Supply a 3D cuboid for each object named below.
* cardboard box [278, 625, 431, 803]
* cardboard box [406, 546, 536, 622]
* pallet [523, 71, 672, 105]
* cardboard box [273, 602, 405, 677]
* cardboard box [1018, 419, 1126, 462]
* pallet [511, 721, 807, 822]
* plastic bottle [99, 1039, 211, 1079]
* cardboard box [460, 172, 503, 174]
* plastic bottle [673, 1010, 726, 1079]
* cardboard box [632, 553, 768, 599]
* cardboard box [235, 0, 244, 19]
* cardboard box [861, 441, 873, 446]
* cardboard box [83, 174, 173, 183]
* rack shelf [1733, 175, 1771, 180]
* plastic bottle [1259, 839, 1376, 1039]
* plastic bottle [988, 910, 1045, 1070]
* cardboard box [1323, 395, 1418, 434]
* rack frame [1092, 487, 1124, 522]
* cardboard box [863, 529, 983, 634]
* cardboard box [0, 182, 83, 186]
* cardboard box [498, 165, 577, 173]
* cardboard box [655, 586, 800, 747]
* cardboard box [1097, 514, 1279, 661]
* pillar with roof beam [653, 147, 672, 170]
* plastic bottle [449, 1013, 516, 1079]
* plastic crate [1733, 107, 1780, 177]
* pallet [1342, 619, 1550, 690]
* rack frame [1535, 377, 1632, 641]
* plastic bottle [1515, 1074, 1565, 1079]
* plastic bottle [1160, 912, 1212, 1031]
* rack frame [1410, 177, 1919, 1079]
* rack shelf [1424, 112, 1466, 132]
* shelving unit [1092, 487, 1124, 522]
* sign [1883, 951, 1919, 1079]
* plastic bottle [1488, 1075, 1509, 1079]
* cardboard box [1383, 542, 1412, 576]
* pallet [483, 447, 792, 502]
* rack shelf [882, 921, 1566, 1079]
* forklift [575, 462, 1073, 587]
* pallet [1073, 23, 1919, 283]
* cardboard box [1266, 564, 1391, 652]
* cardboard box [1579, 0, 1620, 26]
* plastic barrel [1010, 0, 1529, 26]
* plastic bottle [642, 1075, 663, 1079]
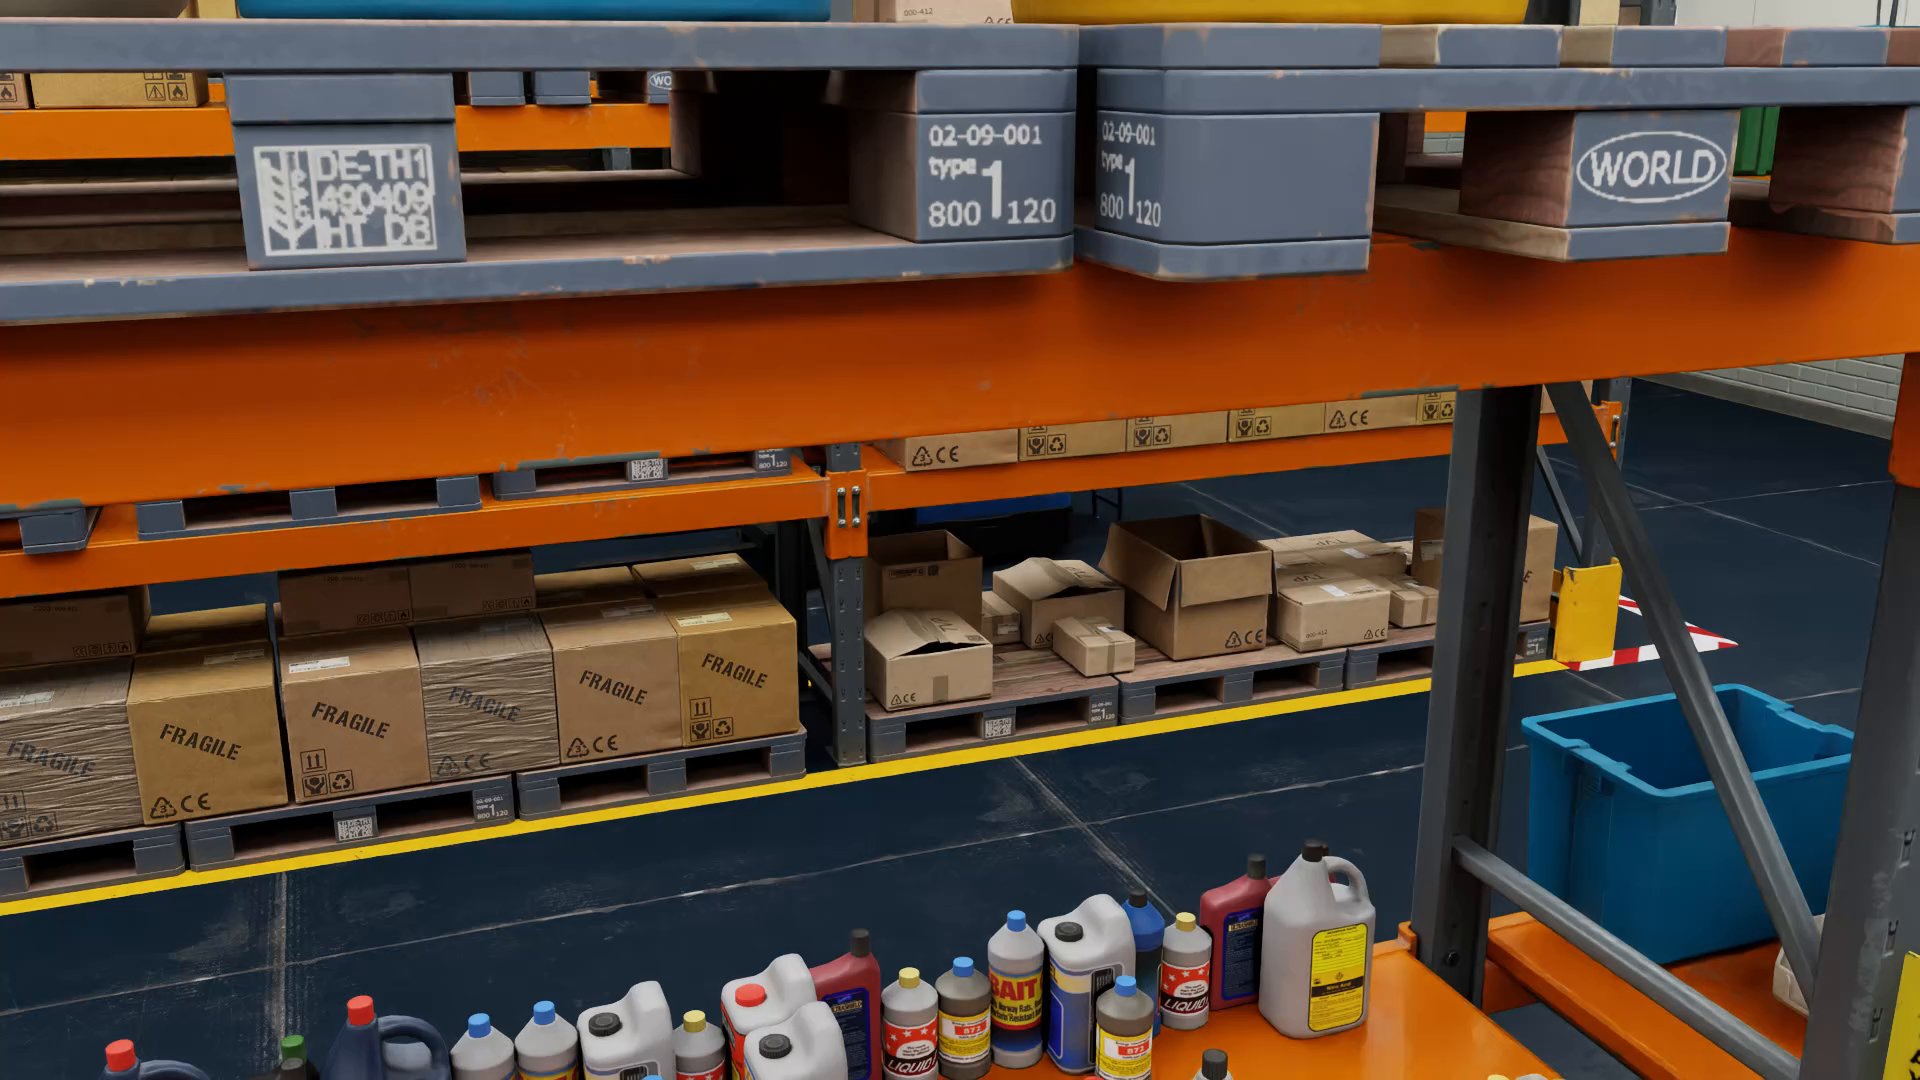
[{"bbox_3d":[-2.409,0.681,6.612,0.500,0.500,0.500,-7,18,-22],"label":"cardboard box"},{"bbox_3d":[-2.117,0.131,7.152,0.500,0.250,0.500,-6,17,-20],"label":"cardboard box"},{"bbox_3d":[-1.278,-1.884,6.701,1.003,0.211,1.213,-6,17,-20],"label":"pallet"},{"bbox_3d":[-2.619,0.546,7.070,0.500,0.500,0.500,-7,18,-22],"label":"cardboard box"},{"bbox_3d":[0.406,-0.663,7.354,0.500,0.500,0.500,-6,17,-19],"label":"cardboard box"},{"bbox_3d":[-1.390,0.847,7.338,1.213,0.211,1.003,-6,17,-20],"label":"pallet"},{"bbox_3d":[-1.154,0.875,2.384,0.185,0.351,0.144,-6,17,-20],"label":"plastic bottle"},{"bbox_3d":[-3.246,-2.282,10.975,0.500,0.250,0.500,-6,17,-19],"label":"cardboard box"},{"bbox_3d":[-0.426,0.861,2.697,0.097,0.201,0.097,0,16,0],"label":"plastic bottle"},{"bbox_3d":[-1.183,0.390,7.601,0.500,0.500,0.500,-7,18,-23],"label":"cardboard box"},{"bbox_3d":[-2.385,-2.153,6.181,0.600,0.600,0.600,-7,18,-22],"label":"cardboard box"},{"bbox_3d":[-0.269,-0.749,7.646,0.500,0.500,0.500,-6,17,-19],"label":"cardboard box"},{"bbox_3d":[-5.340,-2.208,10.720,0.500,0.250,0.500,-7,18,-22],"label":"cardboard box"},{"bbox_3d":[2.992,-0.575,3.185,4.000,0.370,1.077,-6,17,-20],"label":"rack shelf"},{"bbox_3d":[0.642,0.699,2.982,0.185,0.351,0.144,-6,17,-20],"label":"plastic bottle"},{"bbox_3d":[0.097,0.771,2.879,0.097,0.271,0.097,0,16,0],"label":"plastic bottle"},{"bbox_3d":[1.819,-0.815,7.873,0.500,0.500,0.500,-6,17,-20],"label":"cardboard box"},{"bbox_3d":[0.972,-1.122,10.692,0.015,2.100,0.400,-7,18,-22],"label":"rack frame"},{"bbox_3d":[-0.214,0.274,7.999,0.500,0.500,0.500,-6,17,-20],"label":"cardboard box"},{"bbox_3d":[-5.612,-2.023,10.093,0.500,0.250,0.500,-6,17,-19],"label":"cardboard box"},{"bbox_3d":[-2.943,-2.468,11.607,0.500,0.250,0.500,-6,17,-18],"label":"cardboard box"},{"bbox_3d":[-1.002,0.531,7.123,0.500,0.500,0.500,-6,17,-20],"label":"cardboard box"},{"bbox_3d":[1.108,0.213,8.198,0.637,0.503,0.797,-6,17,-20],"label":"cardboard box"},{"bbox_3d":[-0.536,-3.930,8.009,0.400,9.000,9.100,-6,17,-20],"label":"pillar with roof beam"},{"bbox_3d":[-0.734,0.860,2.574,0.097,0.271,0.097,0,16,0],"label":"plastic bottle"},{"bbox_3d":[1.412,-0.739,2.843,0.662,0.188,0.450,-6,17,-20],"label":"plastic crate"},{"bbox_3d":[2.276,0.440,8.724,1.213,0.211,1.003,-6,17,-20],"label":"pallet"},{"bbox_3d":[3.091,-0.986,8.632,0.127,3.000,1.000,-6,17,-20],"label":"rack frame"},{"bbox_3d":[0.872,0.905,2.412,0.135,0.276,0.152,-6,17,-20],"label":"plastic bottle"},{"bbox_3d":[0.404,0.771,3.002,0.097,0.201,0.097,0,16,0],"label":"plastic bottle"},{"bbox_3d":[1.125,0.721,2.819,0.127,3.000,1.000,-6,17,-20],"label":"rack frame"},{"bbox_3d":[1.223,-1.878,7.624,4.000,0.370,1.077,-6,17,-20],"label":"rack shelf"},{"bbox_3d":[0.747,-1.095,10.602,0.503,2.100,0.431,-7,18,-22],"label":"shelving unit"},{"bbox_3d":[1.320,0.733,2.287,0.005,0.325,0.100,-6,17,-20],"label":"sign"},{"bbox_3d":[0.810,0.910,2.528,0.097,0.201,0.097,0,16,0],"label":"plastic bottle"},{"bbox_3d":[2.344,0.139,9.047,0.250,0.166,0.380,-6,17,-20],"label":"cardboard box"},{"bbox_3d":[-1.429,-0.439,7.109,1.213,0.211,1.003,-6,17,-20],"label":"pallet"},{"bbox_3d":[-0.743,1.268,2.234,4.000,0.370,1.077,-6,17,-20],"label":"rack shelf"},{"bbox_3d":[-0.870,-1.288,9.784,3.031,2.935,1.130,-7,18,-22],"label":"forklift"},{"bbox_3d":[0.428,-0.523,2.067,1.003,0.211,1.213,-6,17,-20],"label":"pallet"},{"bbox_3d":[1.774,0.330,8.251,0.500,0.250,0.500,-6,17,-20],"label":"cardboard box"},{"bbox_3d":[2.703,-2.474,7.755,0.500,0.250,0.500,-6,17,-20],"label":"cardboard box"},{"bbox_3d":[0.345,-0.865,1.816,0.600,0.588,0.600,0,16,0],"label":"plastic barrel"},{"bbox_3d":[-0.463,0.910,2.527,0.097,0.201,0.097,0,16,0],"label":"plastic bottle"}]
